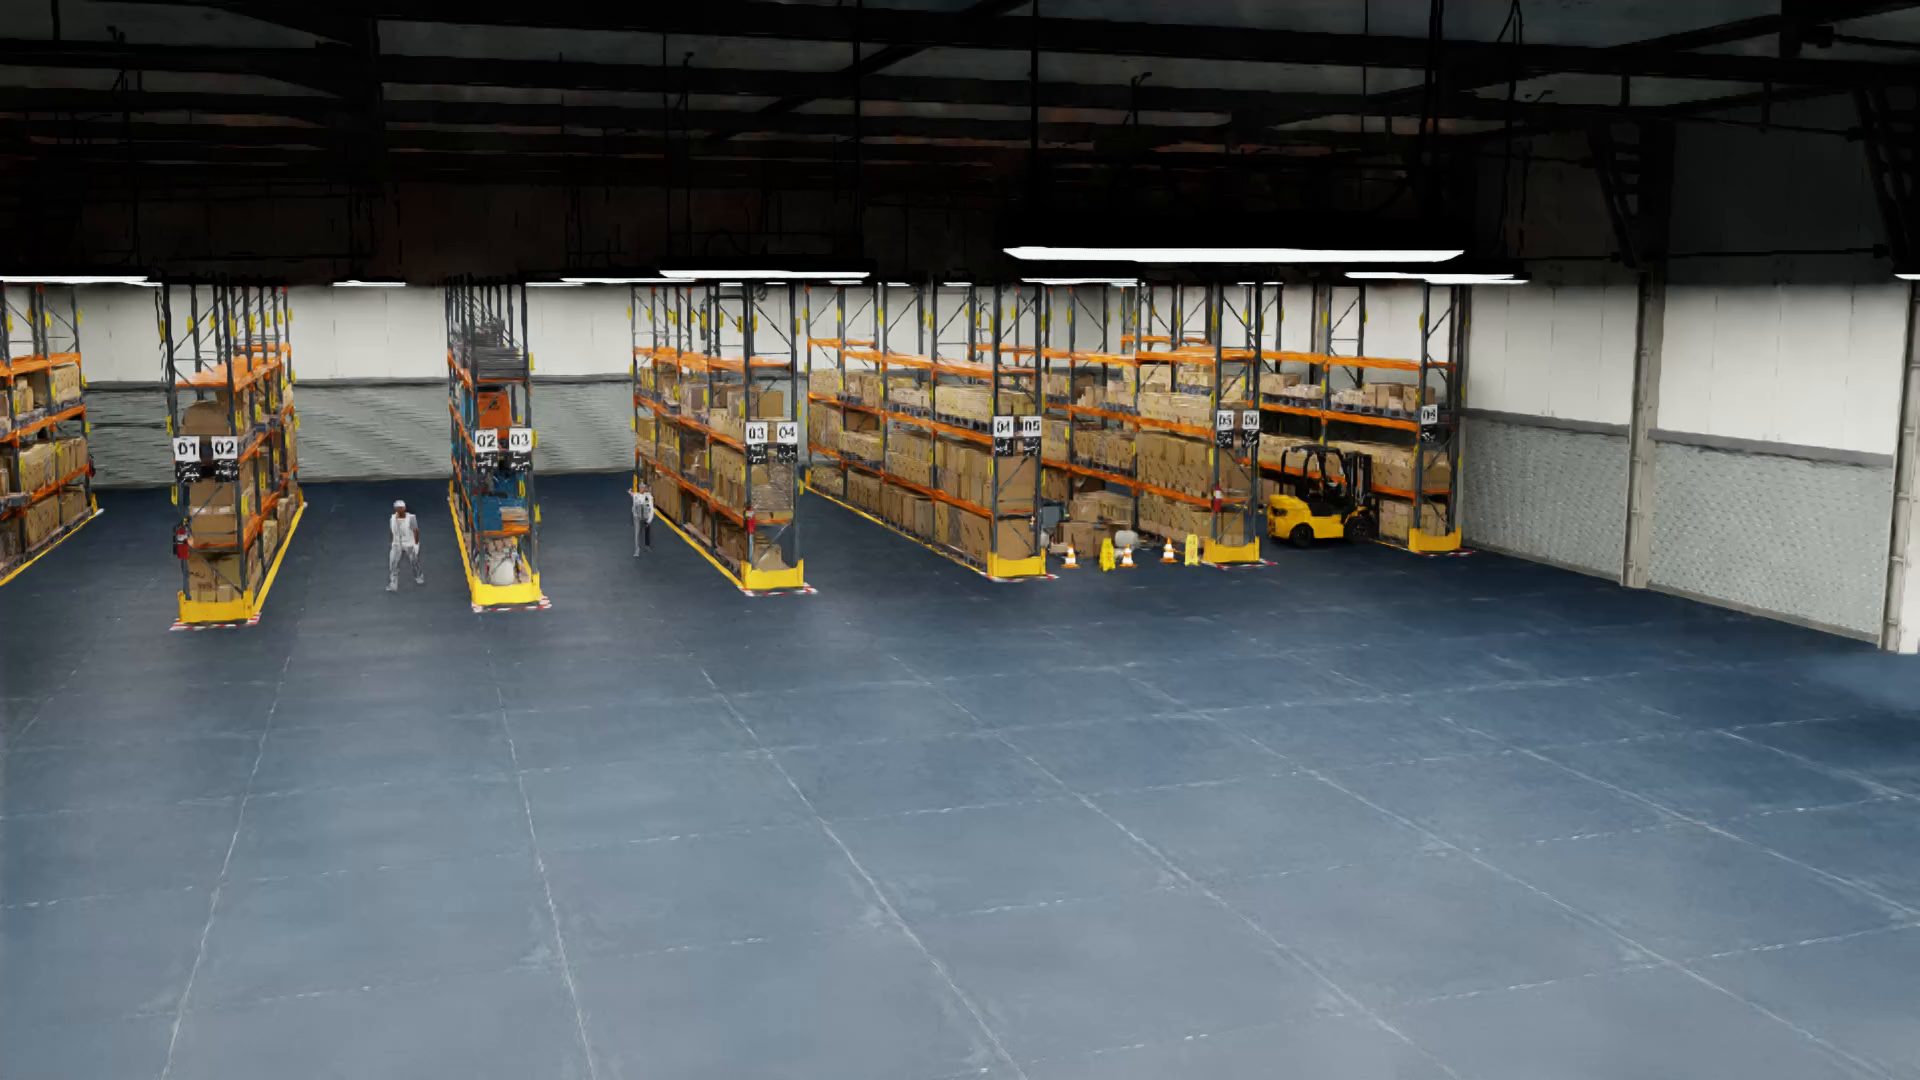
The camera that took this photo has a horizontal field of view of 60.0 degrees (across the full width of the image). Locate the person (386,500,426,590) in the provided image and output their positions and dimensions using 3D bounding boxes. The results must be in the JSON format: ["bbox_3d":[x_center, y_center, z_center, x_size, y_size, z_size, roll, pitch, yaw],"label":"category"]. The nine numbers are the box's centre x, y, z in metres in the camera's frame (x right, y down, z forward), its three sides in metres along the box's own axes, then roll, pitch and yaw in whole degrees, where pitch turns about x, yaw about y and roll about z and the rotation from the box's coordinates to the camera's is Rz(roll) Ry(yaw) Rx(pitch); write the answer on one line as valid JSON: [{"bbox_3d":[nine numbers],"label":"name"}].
[{"bbox_3d":[-10.661,0.077,31.898,0.603,1.736,0.984,0,9,3],"label":"person"}]

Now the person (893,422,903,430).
[{"bbox_3d":[-1.884,-2.930,52.265,0.468,1.578,0.509,3,9,20],"label":"person"}]

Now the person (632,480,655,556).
[{"bbox_3d":[-6.834,-0.501,35.910,0.482,1.621,0.997,-1,9,-10],"label":"person"}]
